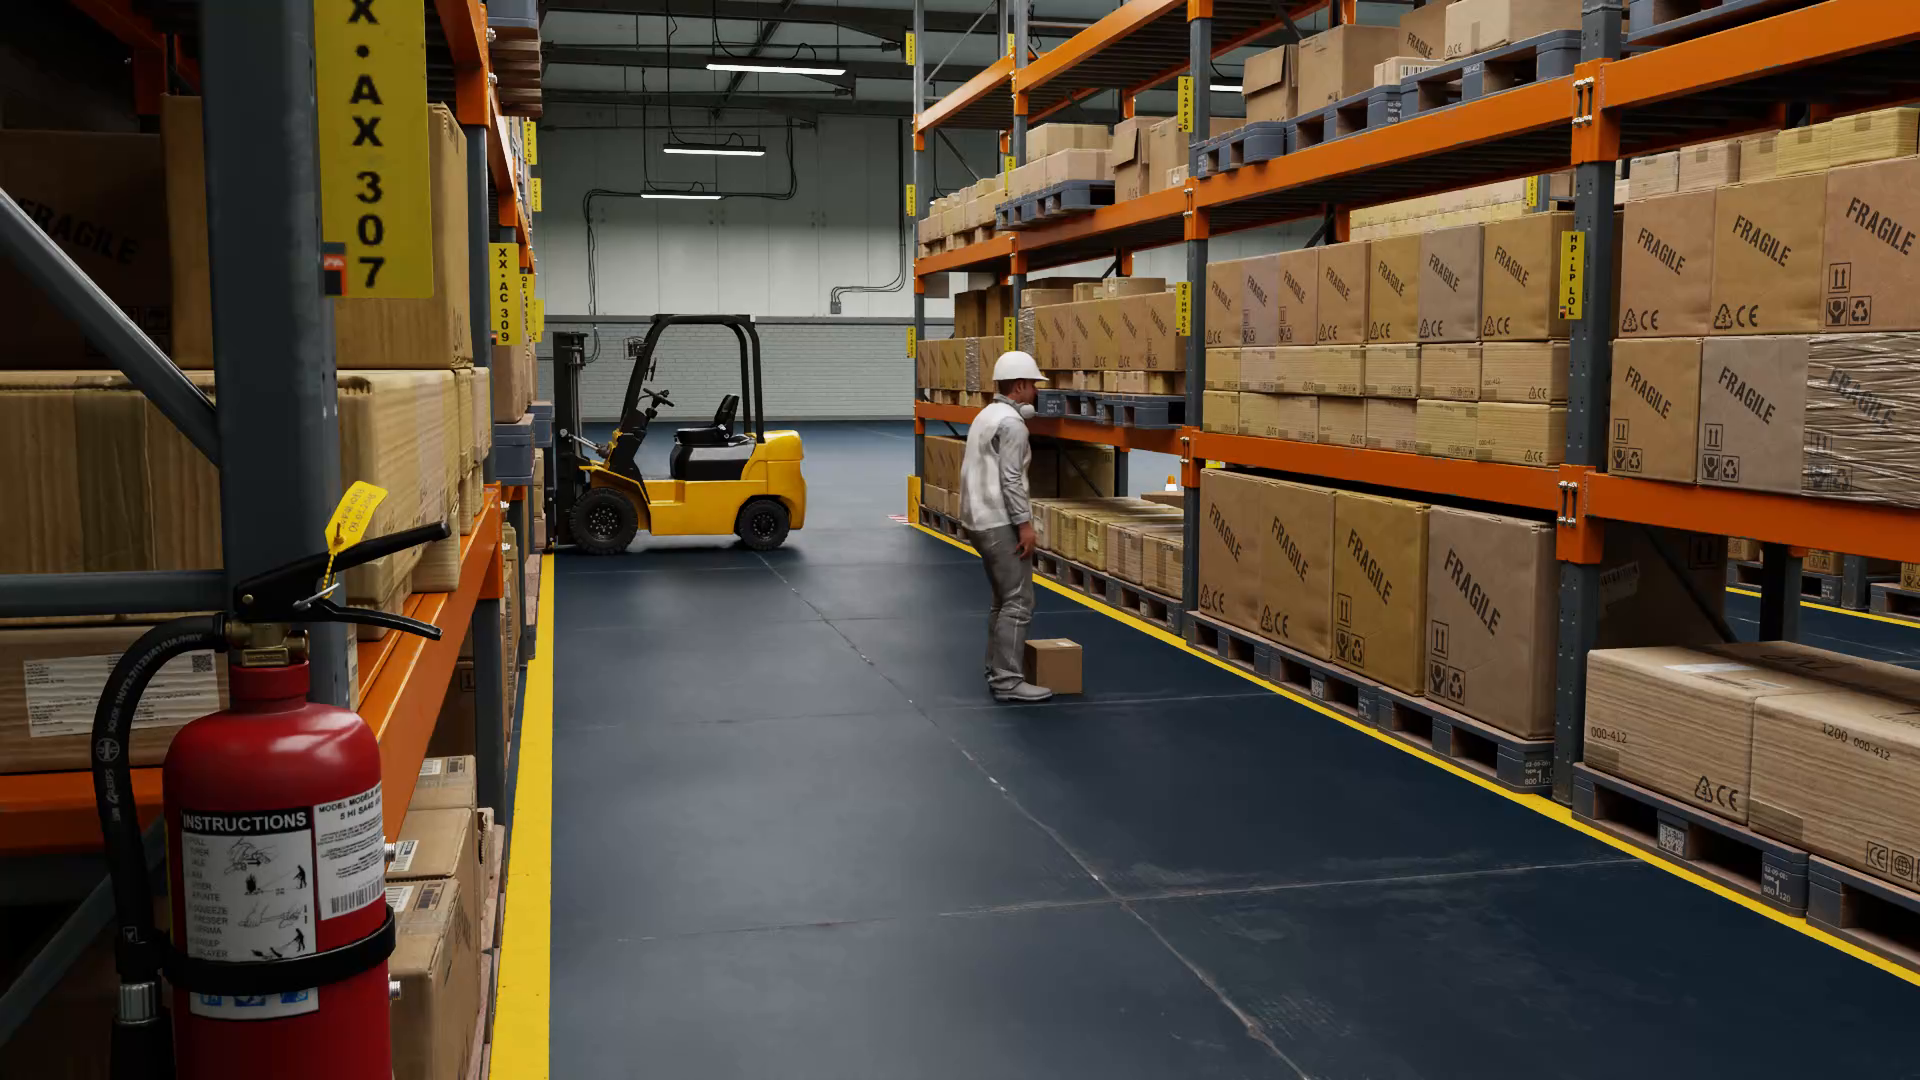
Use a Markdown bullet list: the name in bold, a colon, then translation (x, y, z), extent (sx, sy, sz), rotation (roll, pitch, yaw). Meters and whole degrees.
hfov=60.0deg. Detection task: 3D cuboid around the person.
- **person**: translation (0.236, -0.082, 8.589), extent (0.461, 1.772, 0.580), rotation (-1, 6, -13)
